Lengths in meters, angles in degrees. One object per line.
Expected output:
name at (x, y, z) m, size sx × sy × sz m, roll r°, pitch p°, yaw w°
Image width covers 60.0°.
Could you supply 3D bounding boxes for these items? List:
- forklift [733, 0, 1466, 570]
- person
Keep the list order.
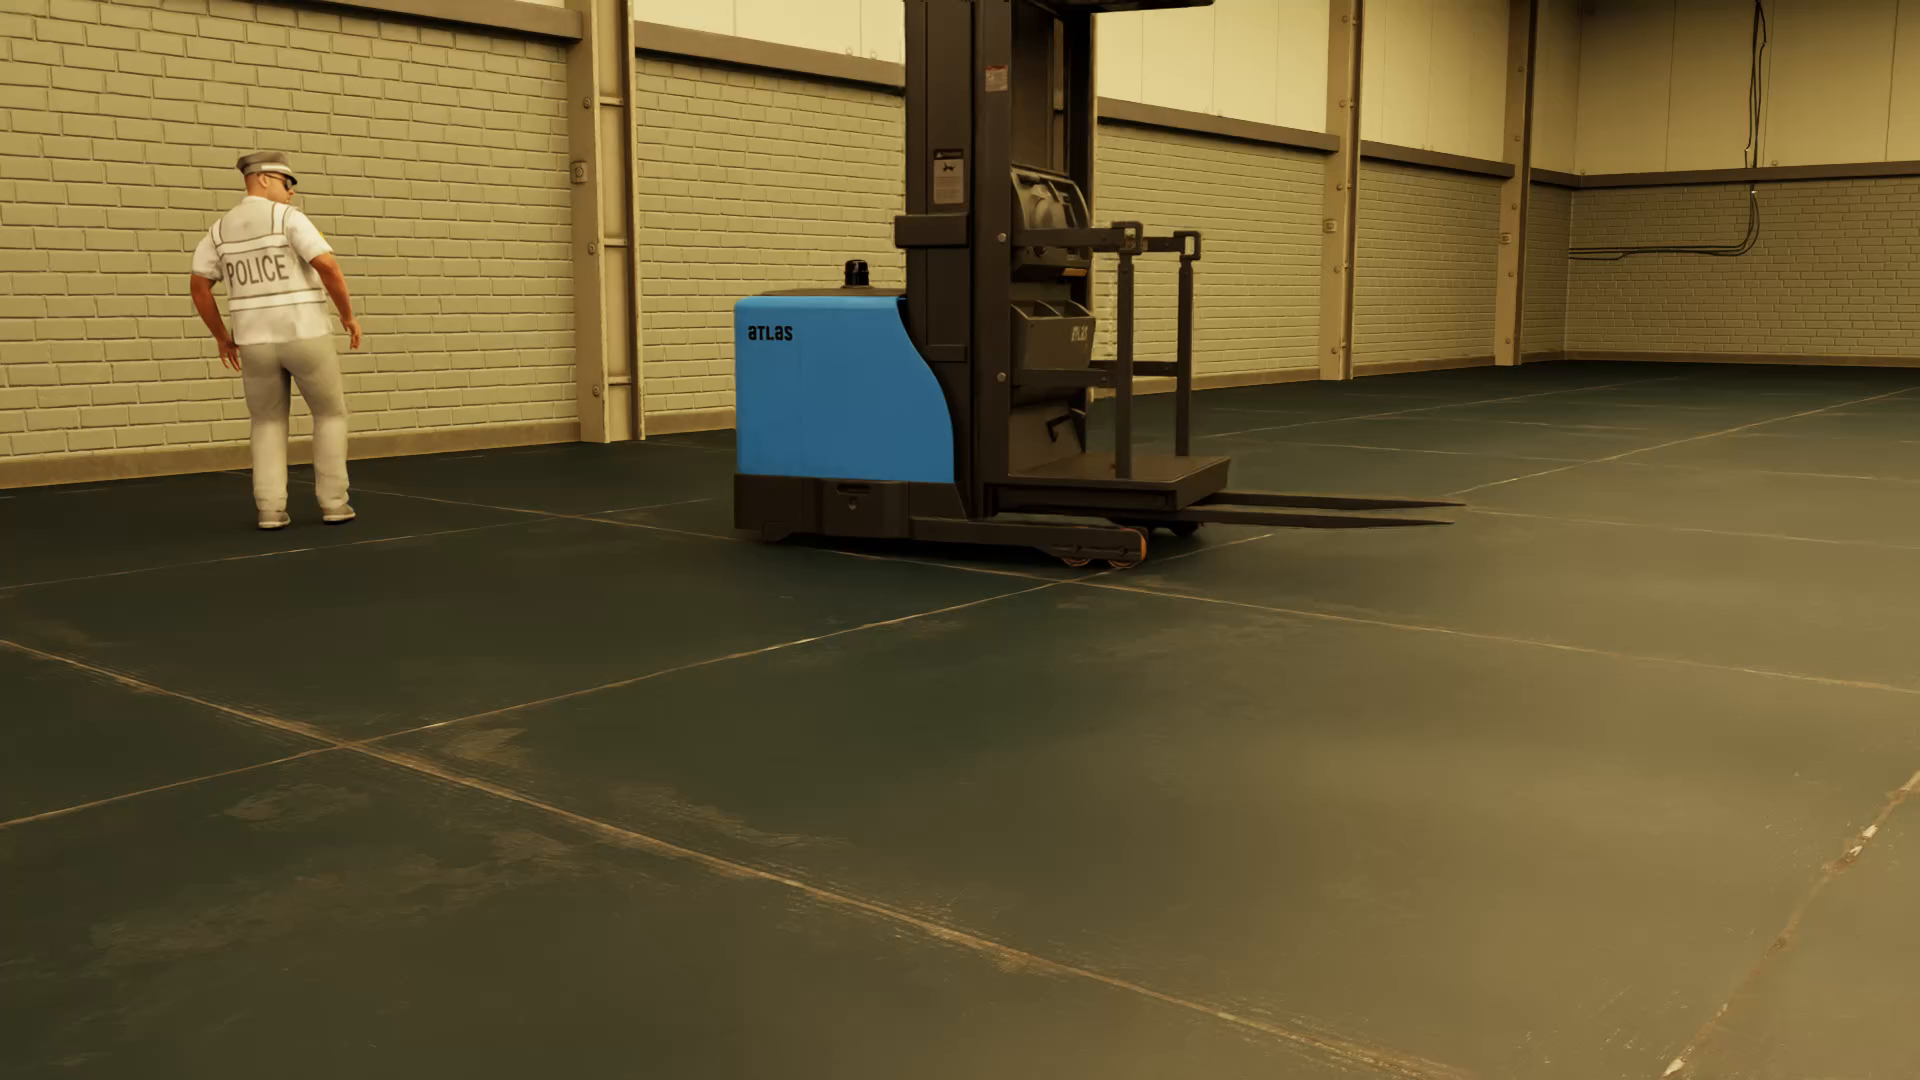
forklift at (0.578, -1.420, 6.984) m, size 3.031 × 2.935 × 1.130 m, roll 3°, pitch 9°, yaw 21°
person at (-3.187, -0.933, 7.802) m, size 0.737 × 1.735 × 0.531 m, roll 0°, pitch 8°, yaw -2°
